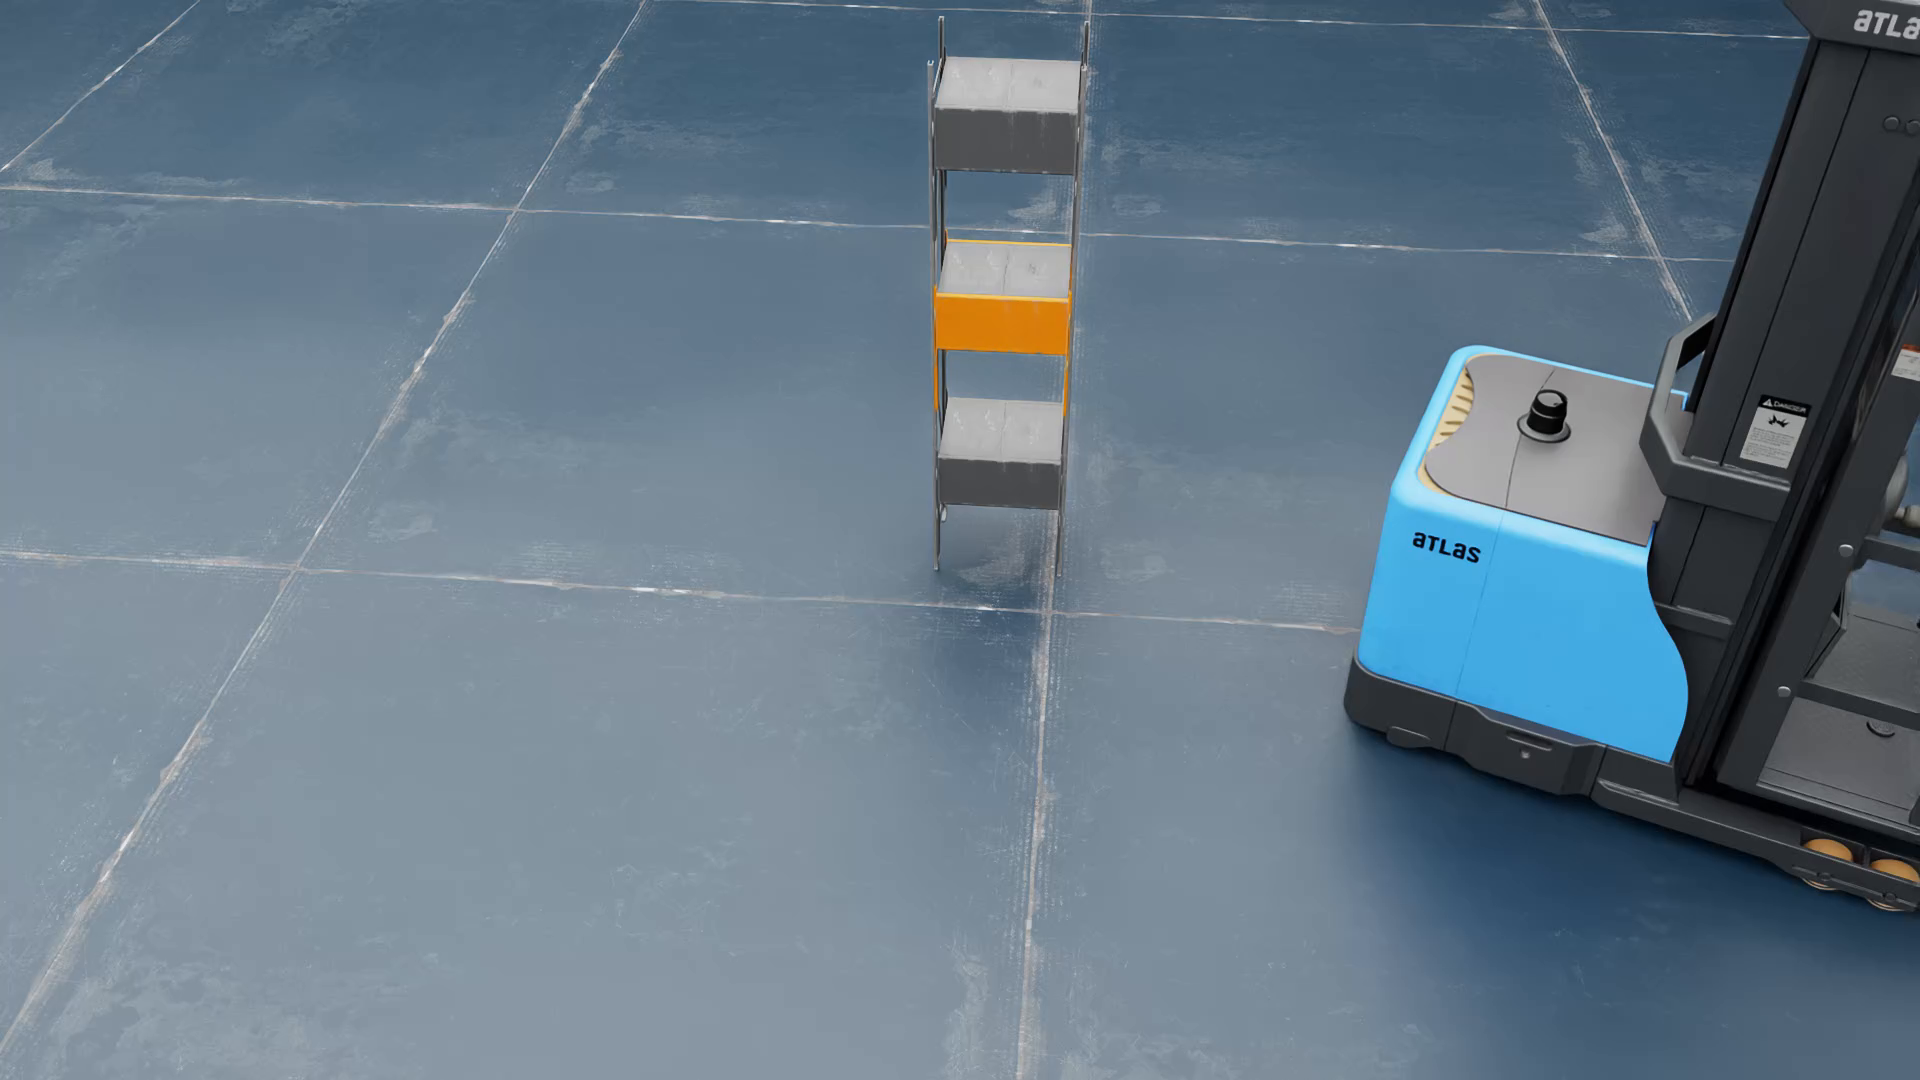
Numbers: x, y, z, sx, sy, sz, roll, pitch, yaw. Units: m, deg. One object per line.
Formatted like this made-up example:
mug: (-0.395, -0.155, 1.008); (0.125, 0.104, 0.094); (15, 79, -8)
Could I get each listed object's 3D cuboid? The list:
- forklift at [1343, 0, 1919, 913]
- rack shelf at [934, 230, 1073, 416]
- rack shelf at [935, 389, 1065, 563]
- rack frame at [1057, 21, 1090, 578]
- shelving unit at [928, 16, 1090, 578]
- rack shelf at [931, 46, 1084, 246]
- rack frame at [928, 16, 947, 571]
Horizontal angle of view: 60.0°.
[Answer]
forklift: (2.920, -0.341, 4.848); (3.031, 2.935, 1.130); (17, 42, 20)
rack shelf: (0.165, -0.795, 6.085); (0.480, 0.518, 0.431); (3, 39, 4)
rack shelf: (0.165, -0.252, 6.527); (0.480, 0.518, 0.431); (3, 39, 4)
rack frame: (0.408, -0.792, 6.060); (0.015, 2.100, 0.400); (3, 39, 4)
shelving unit: (0.165, -0.805, 6.076); (0.503, 2.100, 0.431); (3, 39, 4)
rack shelf: (0.165, -1.338, 5.643); (0.480, 0.518, 0.431); (3, 39, 4)
rack frame: (-0.078, -0.819, 6.092); (0.015, 2.100, 0.400); (3, 39, 4)
